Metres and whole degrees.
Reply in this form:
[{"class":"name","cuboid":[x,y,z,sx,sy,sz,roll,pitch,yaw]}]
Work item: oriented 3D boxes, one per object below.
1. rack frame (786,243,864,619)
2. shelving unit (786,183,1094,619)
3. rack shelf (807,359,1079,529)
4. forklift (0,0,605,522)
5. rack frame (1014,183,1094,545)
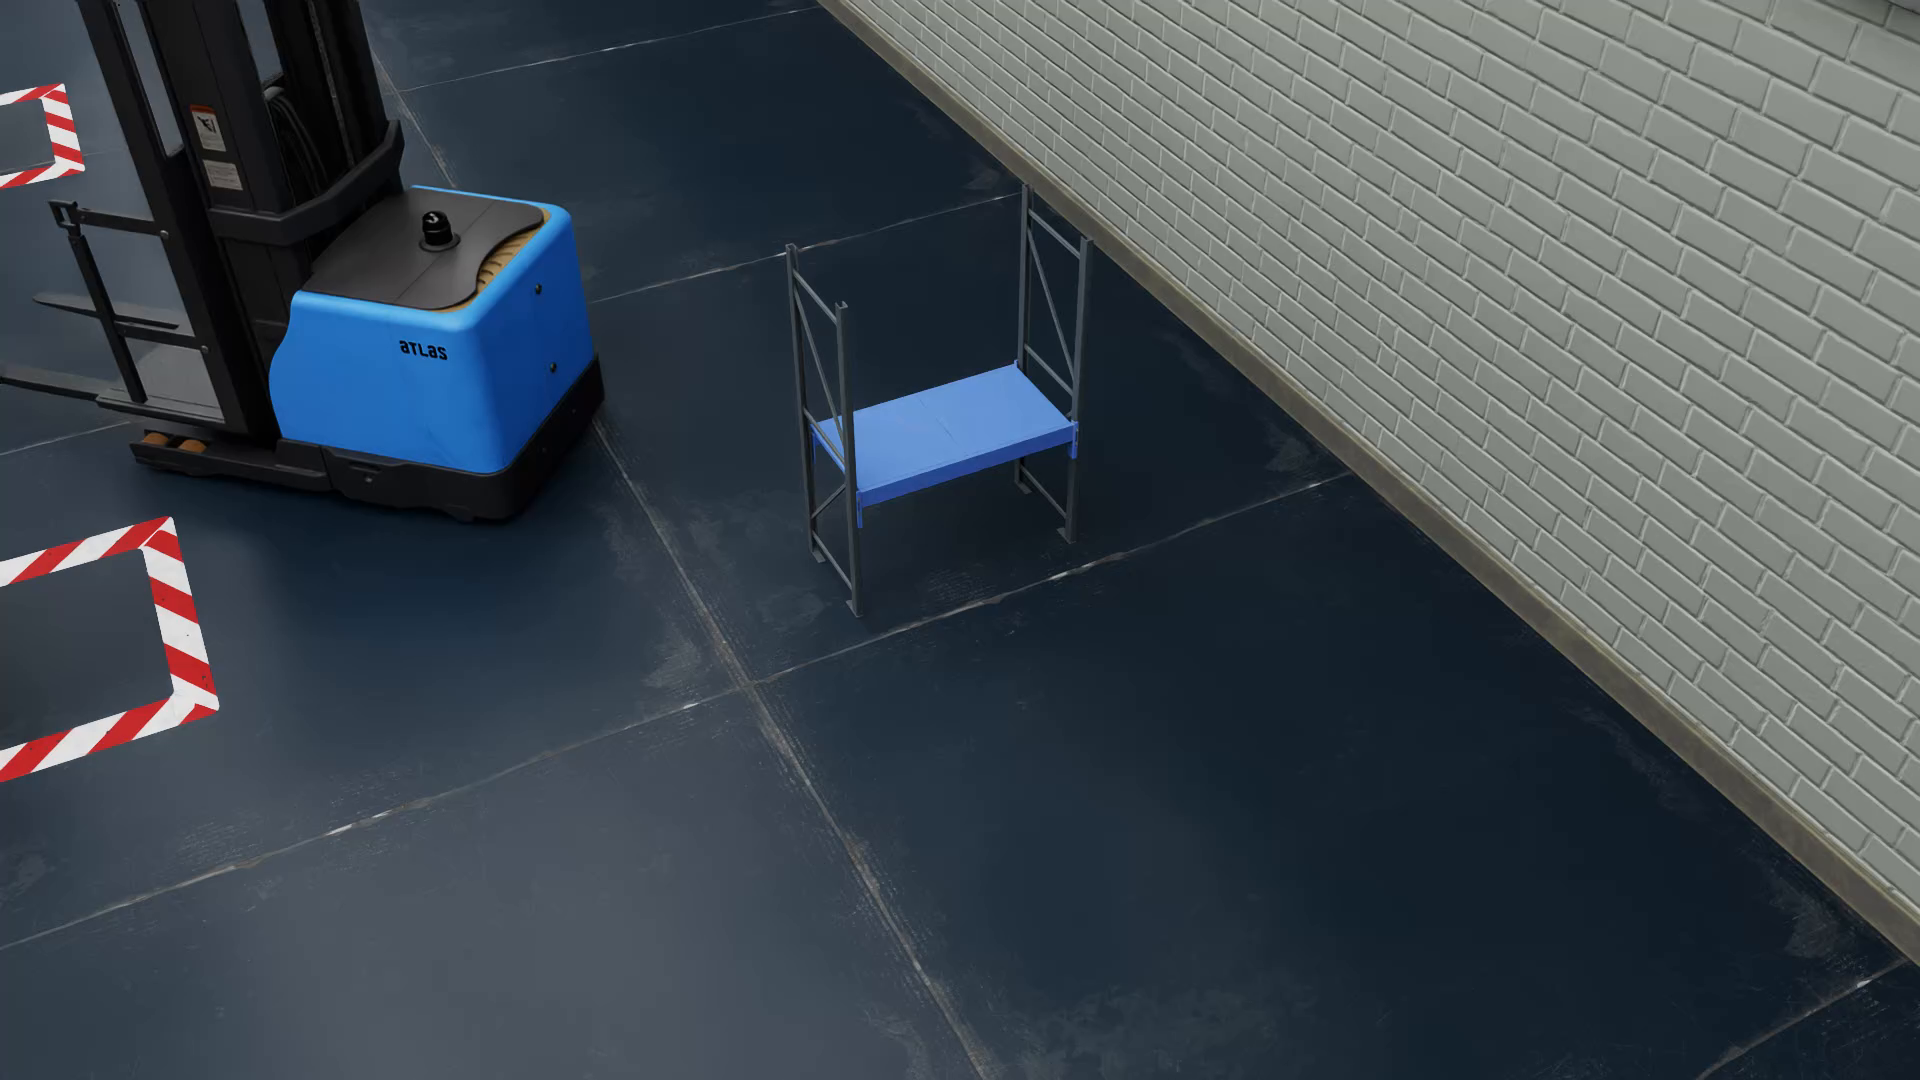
[{"class":"rack frame","cuboid":[-0.527,-0.395,6.556,0.032,1.500,0.500,-19,44,-21]},{"class":"shelving unit","cuboid":[-0.076,-0.547,6.735,1.048,1.500,0.538,-19,44,-21]},{"class":"rack shelf","cuboid":[-0.076,-0.410,6.852,1.000,0.185,0.538,-19,44,-21]},{"class":"forklift","cuboid":[-3.273,-1.727,7.021,3.031,2.935,1.130,10,41,12]},{"class":"rack frame","cuboid":[0.375,-0.699,6.915,0.032,1.500,0.500,-19,44,-21]}]
